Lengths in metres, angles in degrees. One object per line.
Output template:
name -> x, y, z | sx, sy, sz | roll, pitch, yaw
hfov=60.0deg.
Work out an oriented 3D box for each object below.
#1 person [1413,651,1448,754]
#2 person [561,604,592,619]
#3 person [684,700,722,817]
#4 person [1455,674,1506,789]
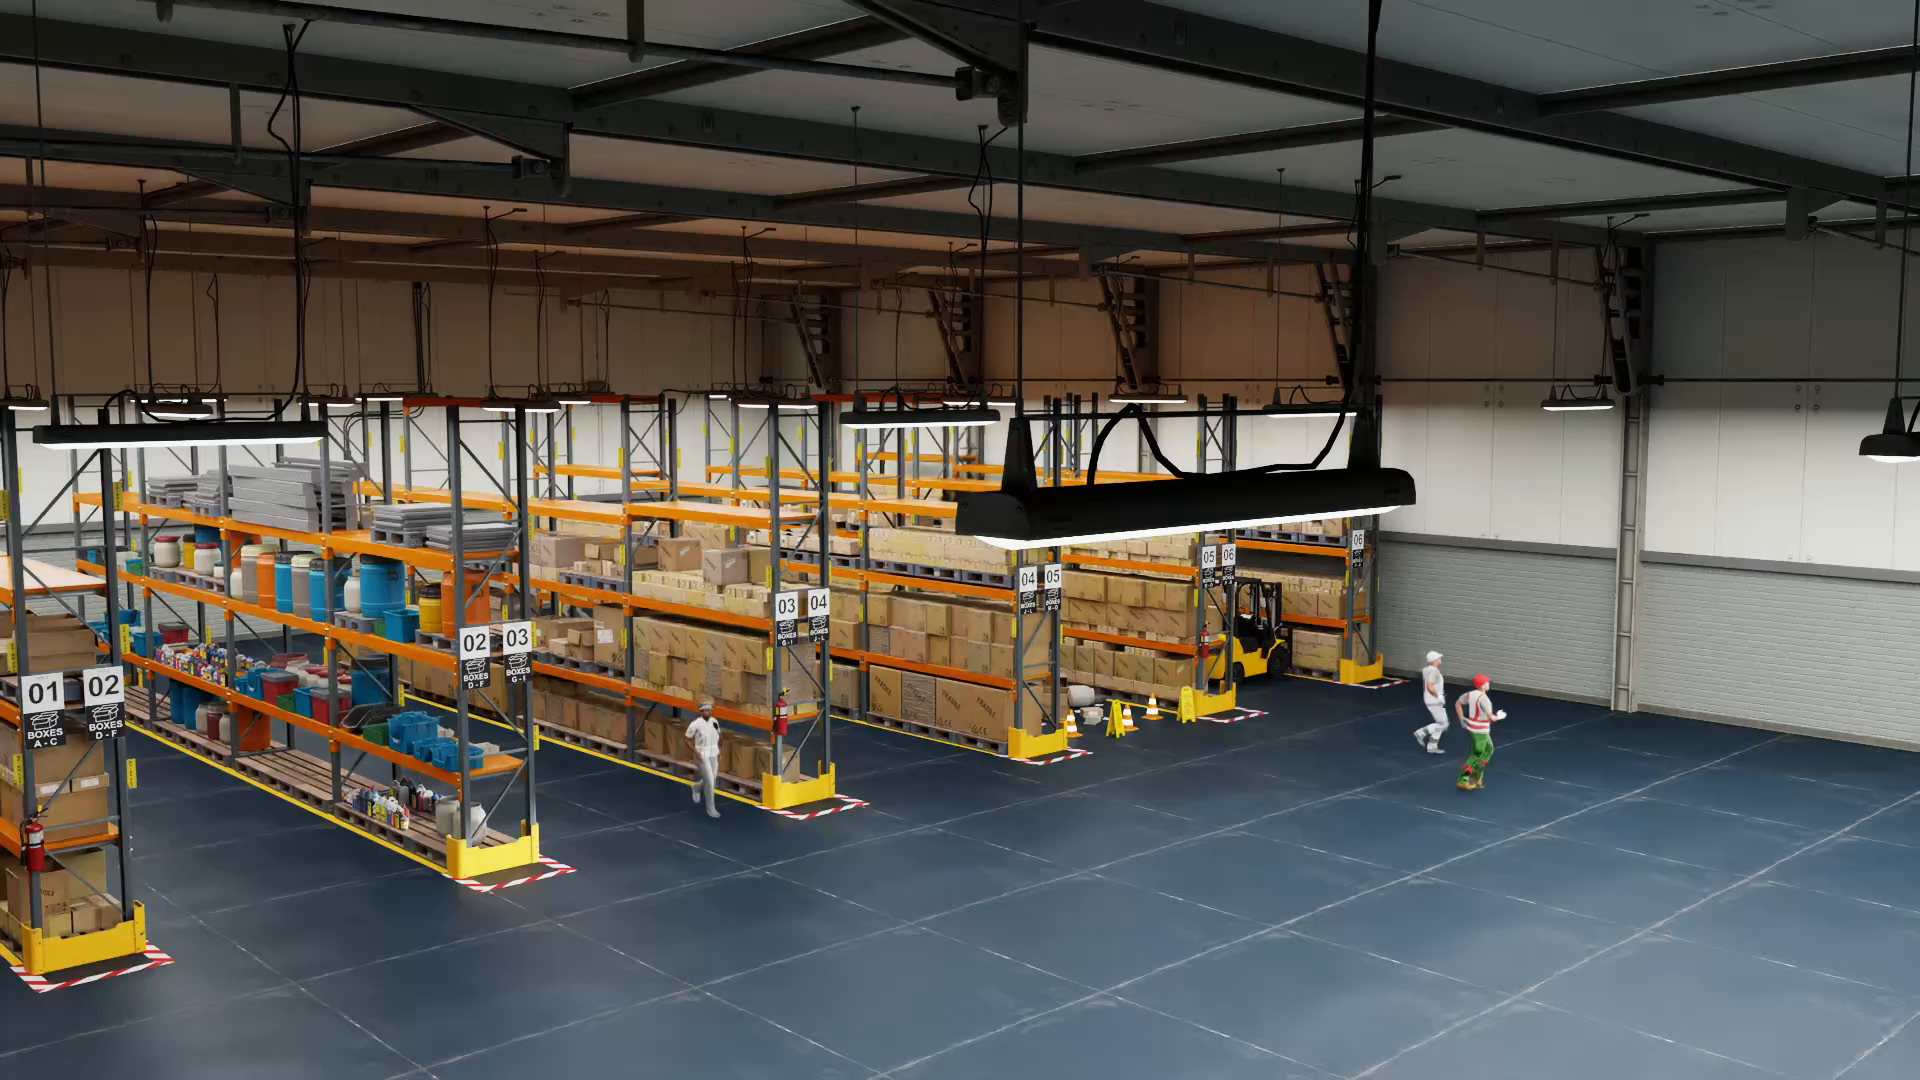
person -> 7.967, 2.749, 28.128 | 0.560, 1.750, 0.653 | 1, 6, 7
person -> -9.684, 1.492, 41.512 | 1.113, 1.749, 0.669 | -4, 7, -34
person -> -3.751, 3.163, 24.302 | 0.578, 1.690, 0.757 | -5, 8, -44
person -> 8.012, 2.973, 25.580 | 0.748, 1.833, 0.655 | 0, 6, -4
